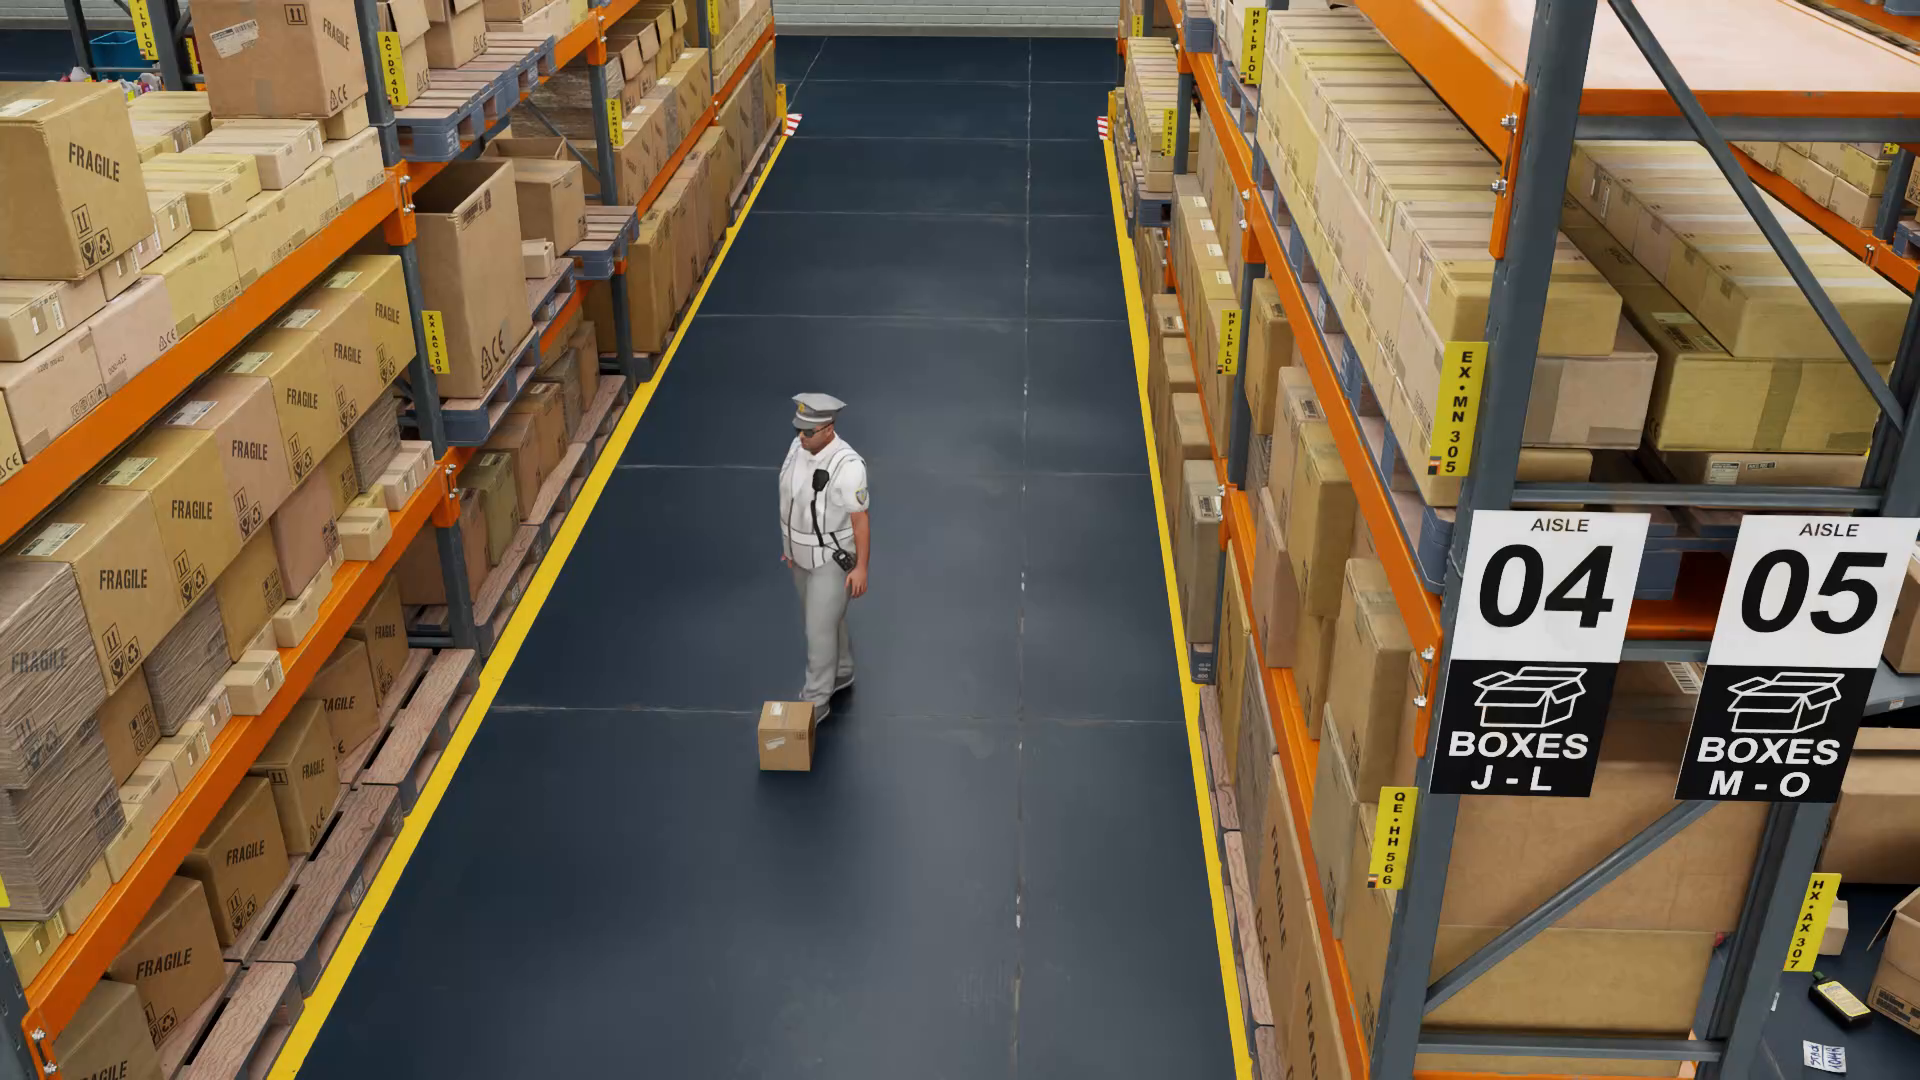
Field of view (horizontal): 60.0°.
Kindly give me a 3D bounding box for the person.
[{"bbox_3d":[-0.782,0.106,8.404,0.594,1.771,0.551,-21,34,-34],"label":"person"}]
